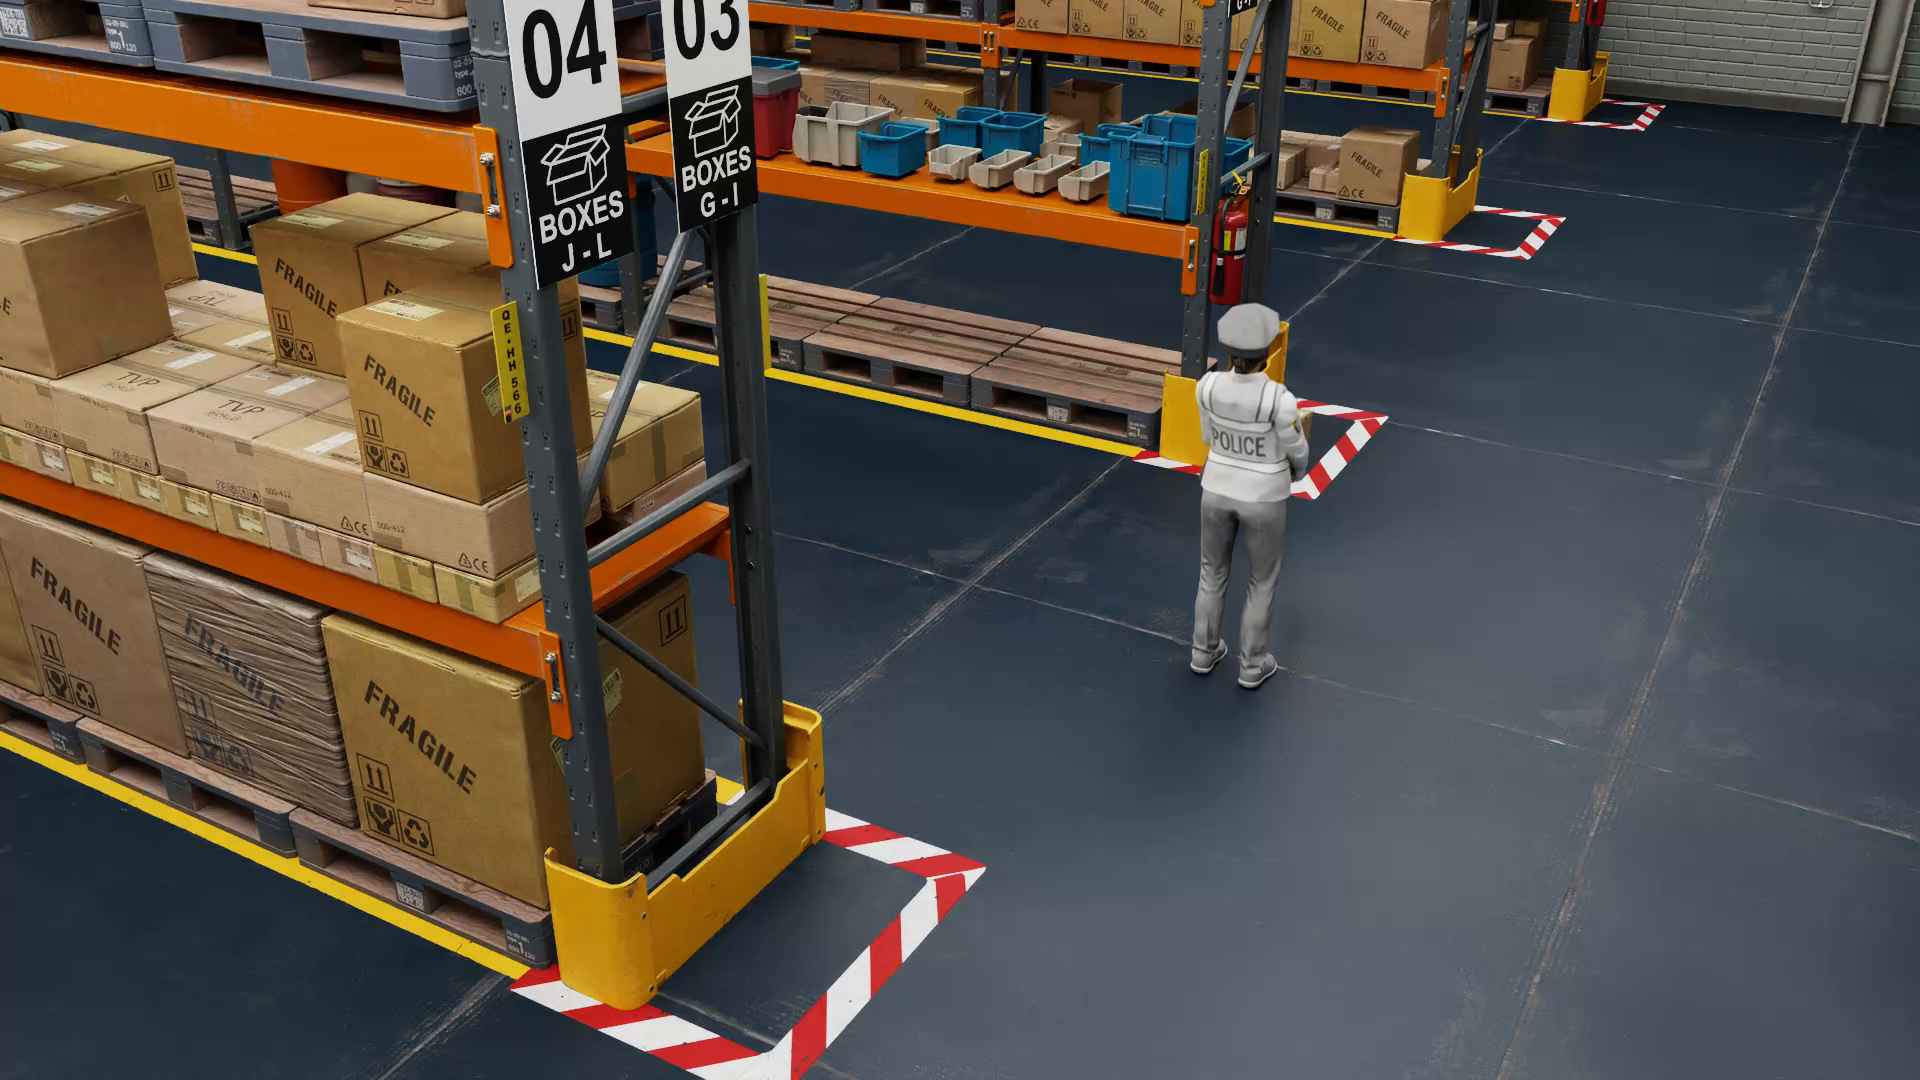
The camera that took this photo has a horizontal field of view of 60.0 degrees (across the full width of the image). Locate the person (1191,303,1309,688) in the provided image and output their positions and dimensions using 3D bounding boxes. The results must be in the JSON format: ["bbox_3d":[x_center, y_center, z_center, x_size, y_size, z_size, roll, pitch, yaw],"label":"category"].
[{"bbox_3d":[1.226,-0.204,6.994,0.459,1.685,0.554,15,30,27],"label":"person"}]
